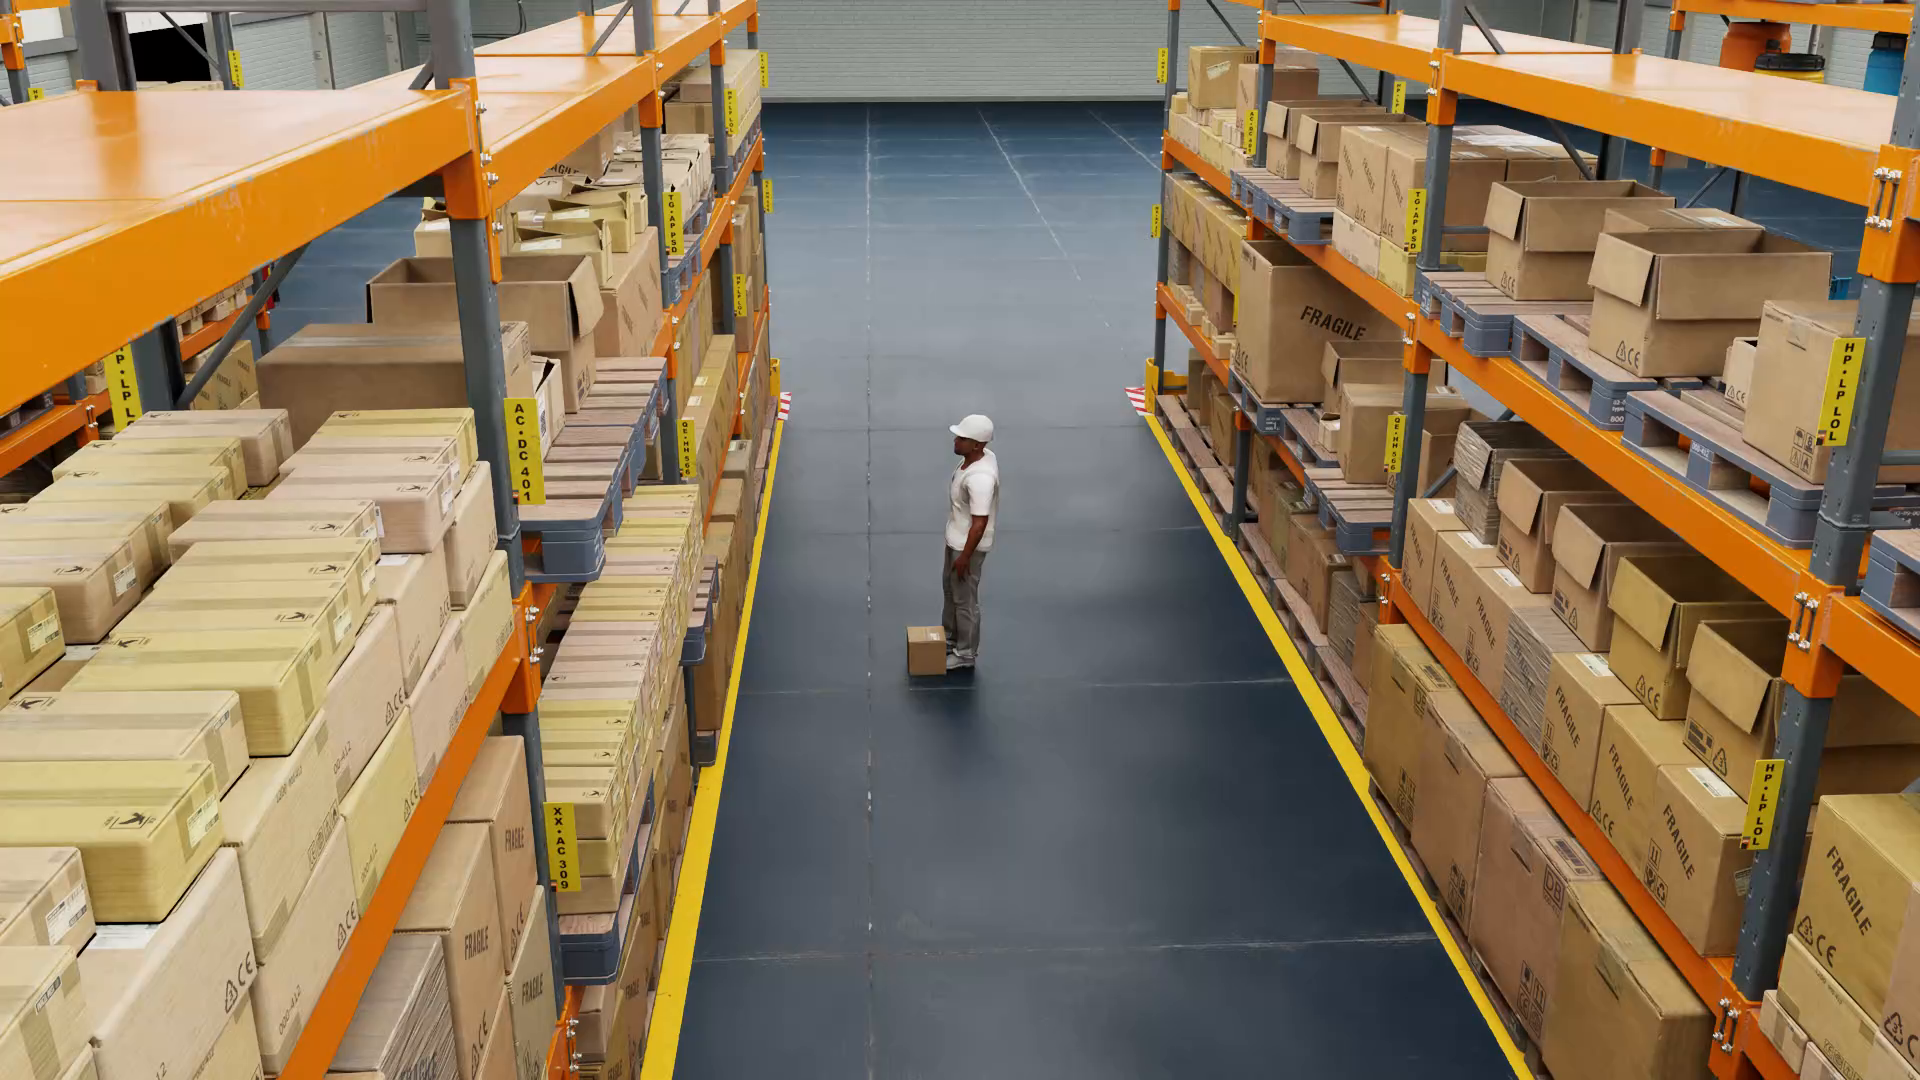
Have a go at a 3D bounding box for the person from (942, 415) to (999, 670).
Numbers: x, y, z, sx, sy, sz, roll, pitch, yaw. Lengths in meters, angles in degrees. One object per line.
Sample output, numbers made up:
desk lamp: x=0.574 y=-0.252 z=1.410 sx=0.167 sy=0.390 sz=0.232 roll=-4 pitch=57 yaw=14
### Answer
person: x=-0.029 y=0.014 z=10.977 sx=0.574 sy=1.769 sz=0.665 roll=-1 pitch=20 yaw=-3
